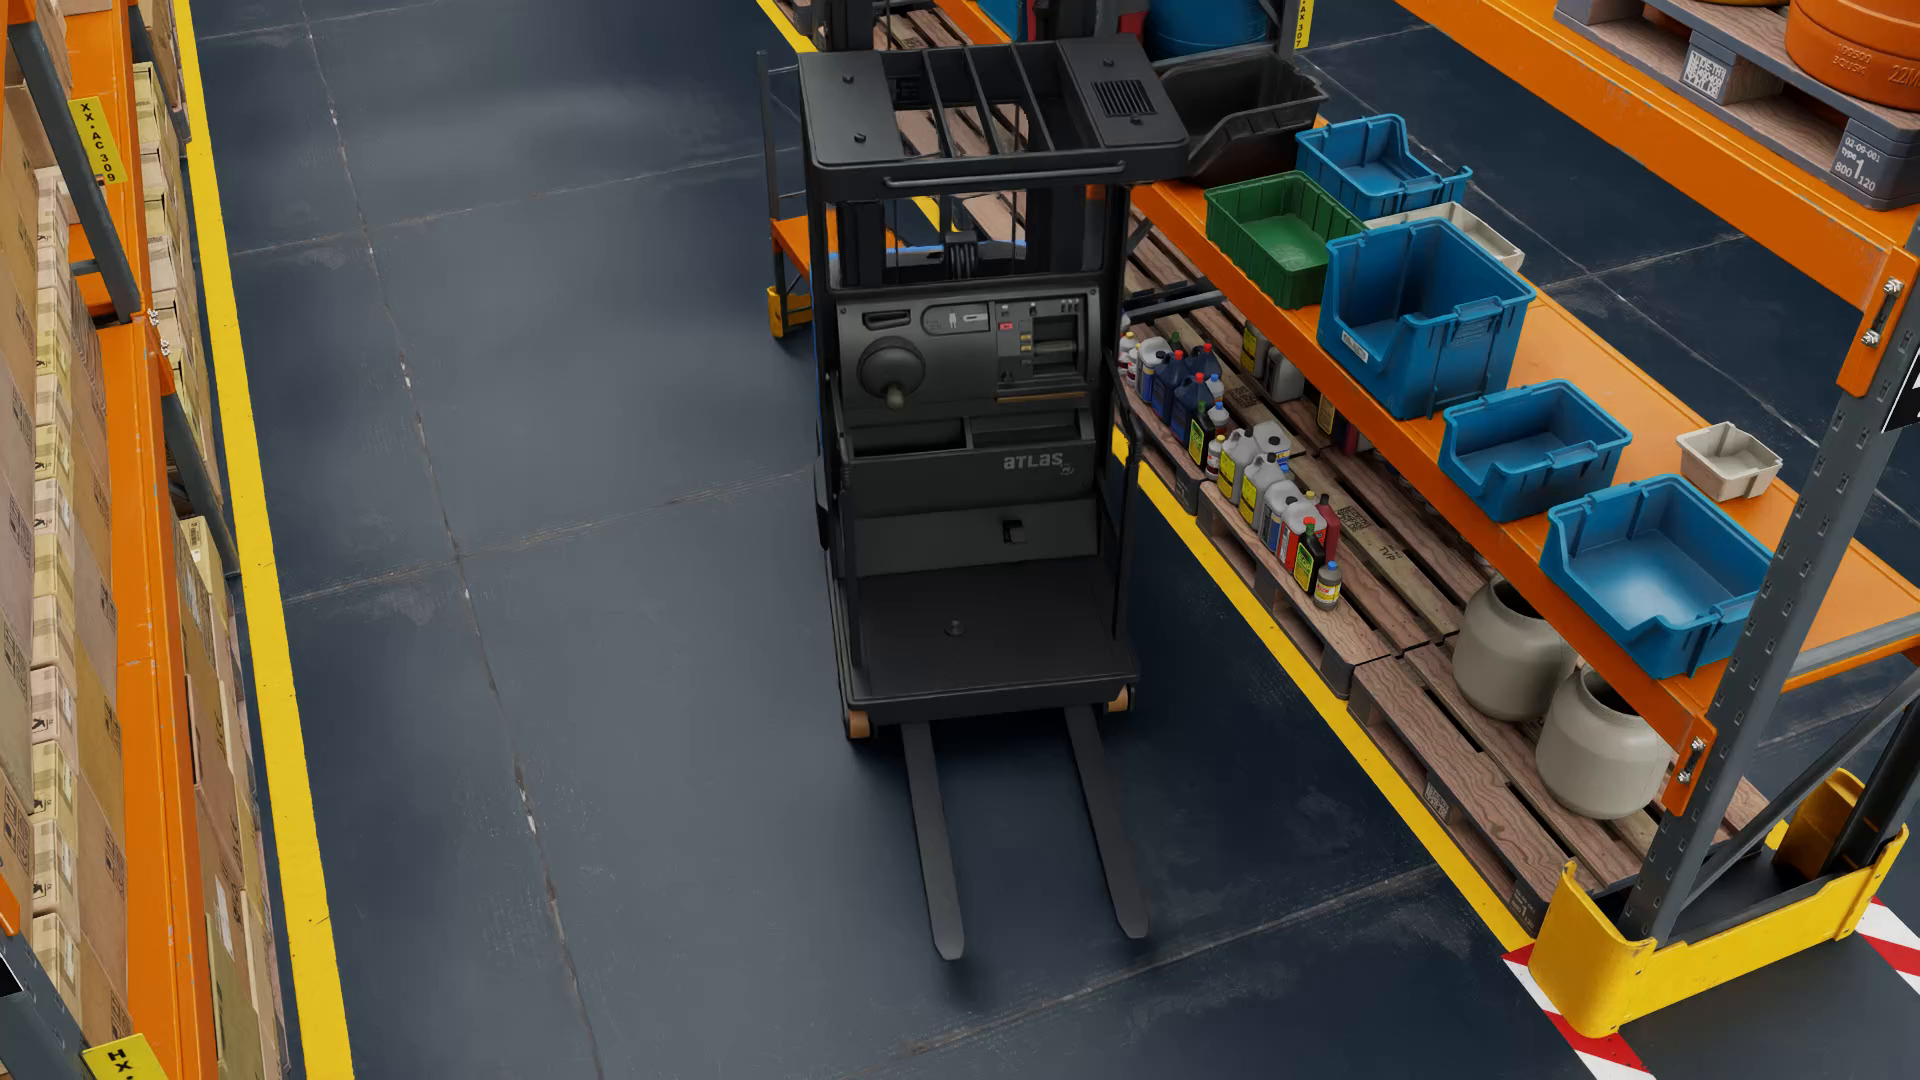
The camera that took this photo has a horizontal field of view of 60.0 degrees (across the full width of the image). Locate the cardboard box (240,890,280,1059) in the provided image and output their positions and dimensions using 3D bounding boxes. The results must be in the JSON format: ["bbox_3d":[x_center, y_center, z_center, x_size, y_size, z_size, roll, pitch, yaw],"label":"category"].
[{"bbox_3d":[-2.401,1.409,5.098,0.500,0.250,0.500,-15,43,-17],"label":"cardboard box"}]

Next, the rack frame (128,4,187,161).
[{"bbox_3d":[-5.076,-3.313,8.802,1.000,3.000,0.127,-15,43,-17],"label":"rack frame"}]

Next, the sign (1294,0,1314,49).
[{"bbox_3d":[1.545,-2.373,7.496,0.100,0.325,0.005,-15,43,-17],"label":"sign"}]

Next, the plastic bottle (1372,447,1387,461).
[{"bbox_3d":[1.871,-0.454,7.286,0.097,0.201,0.097,0,41,0],"label":"plastic bottle"}]

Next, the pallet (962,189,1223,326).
[{"bbox_3d":[0.696,-1.543,8.883,1.003,0.211,1.213,-15,43,-17],"label":"pallet"}]

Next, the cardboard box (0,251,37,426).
[{"bbox_3d":[-2.985,-0.562,4.531,0.700,0.500,0.500,-15,43,-17],"label":"cardboard box"}]

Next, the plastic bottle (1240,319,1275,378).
[{"bbox_3d":[1.412,-0.948,7.746,0.144,0.351,0.185,-15,43,-17],"label":"plastic bottle"}]

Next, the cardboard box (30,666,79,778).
[{"bbox_3d":[-2.259,0.470,3.828,0.380,0.149,0.250,-16,43,-18],"label":"cardboard box"}]

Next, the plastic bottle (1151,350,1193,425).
[{"bbox_3d":[0.958,-0.710,7.469,0.144,0.351,0.185,-14,43,-16],"label":"plastic bottle"}]

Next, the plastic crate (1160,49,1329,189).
[{"bbox_3d":[1.115,-1.767,7.051,0.767,0.338,0.504,-15,43,-17],"label":"plastic crate"}]

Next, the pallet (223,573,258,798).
[{"bbox_3d":[-3.280,0.643,6.340,1.003,0.211,1.213,-15,43,-17],"label":"pallet"}]

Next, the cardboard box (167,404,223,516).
[{"bbox_3d":[-3.471,-0.325,7.114,0.500,0.250,0.500,-16,43,-18],"label":"cardboard box"}]

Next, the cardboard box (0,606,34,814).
[{"bbox_3d":[-2.409,0.344,3.477,0.700,0.500,0.500,-16,43,-18],"label":"cardboard box"}]

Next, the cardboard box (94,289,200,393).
[{"bbox_3d":[-3.660,-0.847,7.291,0.500,0.311,0.500,-16,43,-17],"label":"cardboard box"}]

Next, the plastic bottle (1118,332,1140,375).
[{"bbox_3d":[0.788,-0.880,7.782,0.097,0.201,0.097,0,41,0],"label":"plastic bottle"}]

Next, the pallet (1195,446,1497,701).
[{"bbox_3d":[1.721,0.071,7.005,1.003,0.211,1.213,-15,43,-17],"label":"pallet"}]

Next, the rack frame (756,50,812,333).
[{"bbox_3d":[-0.688,-1.697,8.073,0.500,1.500,0.032,-16,43,-18],"label":"rack frame"}]

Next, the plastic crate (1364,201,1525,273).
[{"bbox_3d":[1.887,-1.122,6.457,0.530,0.136,0.437,-15,43,-17],"label":"plastic crate"}]

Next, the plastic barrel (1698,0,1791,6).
[{"bbox_3d":[2.009,-1.750,4.218,0.600,0.588,0.600,0,41,0],"label":"plastic barrel"}]

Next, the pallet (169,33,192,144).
[{"bbox_3d":[-5.327,-2.715,10.246,1.003,0.211,1.213,-15,43,-17],"label":"pallet"}]

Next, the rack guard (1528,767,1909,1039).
[{"bbox_3d":[2.490,1.186,5.487,1.175,0.500,0.348,-15,43,-17],"label":"rack guard"}]

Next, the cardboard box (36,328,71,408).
[{"bbox_3d":[-2.856,-0.464,4.915,0.380,0.149,0.250,-15,43,-17],"label":"cardboard box"}]

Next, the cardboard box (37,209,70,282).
[{"bbox_3d":[-3.151,-0.928,5.454,0.380,0.149,0.250,-16,43,-18],"label":"cardboard box"}]

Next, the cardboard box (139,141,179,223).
[{"bbox_3d":[-4.253,-1.772,8.367,0.500,0.311,0.500,-15,43,-17],"label":"cardboard box"}]

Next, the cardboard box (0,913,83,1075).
[{"bbox_3d":[-1.966,0.932,3.291,0.380,0.149,0.250,-15,43,-17],"label":"cardboard box"}]

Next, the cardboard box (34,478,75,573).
[{"bbox_3d":[-2.554,0.006,4.368,0.380,0.149,0.250,-15,43,-16],"label":"cardboard box"}]

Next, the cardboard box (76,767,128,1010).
[{"bbox_3d":[-2.387,0.868,3.863,0.700,0.500,0.500,-14,43,-16],"label":"cardboard box"}]

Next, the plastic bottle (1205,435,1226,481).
[{"bbox_3d":[1.116,-0.363,7.180,0.097,0.201,0.097,0,41,0],"label":"plastic bottle"}]

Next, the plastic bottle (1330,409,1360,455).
[{"bbox_3d":[1.702,-0.522,7.302,0.061,0.283,0.133,-15,43,-17],"label":"plastic bottle"}]

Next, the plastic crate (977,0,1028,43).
[{"bbox_3d":[0.323,-2.718,8.122,0.392,0.384,0.575,-15,43,-17],"label":"plastic crate"}]

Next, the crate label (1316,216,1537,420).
[{"bbox_3d":[1.608,-0.782,5.832,0.502,0.435,0.616,-15,43,-17],"label":"crate label"}]

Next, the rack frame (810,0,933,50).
[{"bbox_3d":[-0.498,-4.547,10.237,1.000,3.000,0.127,-15,43,-17],"label":"rack frame"}]

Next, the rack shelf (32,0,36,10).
[{"bbox_3d":[-4.311,-2.973,6.658,1.077,0.370,4.000,-15,43,-17],"label":"rack shelf"}]

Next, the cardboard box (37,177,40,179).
[{"bbox_3d":[-3.775,-1.132,6.381,0.500,0.250,0.500,-13,42,-14],"label":"cardboard box"}]

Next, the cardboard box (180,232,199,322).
[{"bbox_3d":[-4.060,-1.251,8.191,0.500,0.250,0.500,-14,43,-16],"label":"cardboard box"}]

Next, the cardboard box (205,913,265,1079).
[{"bbox_3d":[-2.208,1.426,4.503,0.500,0.500,0.500,-15,43,-17],"label":"cardboard box"}]

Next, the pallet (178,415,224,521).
[{"bbox_3d":[-3.864,-0.280,7.414,1.003,0.211,1.213,-15,43,-17],"label":"pallet"}]

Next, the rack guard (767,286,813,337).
[{"bbox_3d":[-0.688,-1.222,8.480,0.587,0.250,0.087,-16,43,-18],"label":"rack guard"}]

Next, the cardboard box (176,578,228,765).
[{"bbox_3d":[-2.791,0.525,5.551,0.500,0.500,0.500,-15,43,-17],"label":"cardboard box"}]

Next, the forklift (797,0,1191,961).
[{"bbox_3d":[0.067,-0.600,5.700,1.130,2.935,3.031,-5,41,-6],"label":"forklift"}]

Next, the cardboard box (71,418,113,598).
[{"bbox_3d":[-2.974,-0.057,4.938,0.700,0.500,0.500,-14,43,-16],"label":"cardboard box"}]

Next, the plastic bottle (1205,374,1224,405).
[{"bbox_3d":[1.125,-0.622,7.428,0.097,0.271,0.097,0,41,0],"label":"plastic bottle"}]

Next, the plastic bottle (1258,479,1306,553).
[{"bbox_3d":[1.331,-0.101,6.818,0.152,0.276,0.135,-16,43,-18],"label":"plastic bottle"}]

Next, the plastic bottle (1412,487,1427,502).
[{"bbox_3d":[1.987,-0.297,7.049,0.097,0.271,0.097,0,41,0],"label":"plastic bottle"}]

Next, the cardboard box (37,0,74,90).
[{"bbox_3d":[-4.419,-2.344,7.599,0.500,0.500,0.500,-17,44,-19],"label":"cardboard box"}]

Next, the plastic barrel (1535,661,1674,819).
[{"bbox_3d":[2.240,0.679,5.746,0.421,0.512,0.421,0,41,0],"label":"plastic barrel"}]

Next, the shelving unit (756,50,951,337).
[{"bbox_3d":[-0.484,-1.400,7.728,0.587,1.500,1.083,-16,43,-18],"label":"shelving unit"}]

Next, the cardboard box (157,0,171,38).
[{"bbox_3d":[-5.379,-3.495,10.594,0.500,0.500,0.500,-16,43,-17],"label":"cardboard box"}]

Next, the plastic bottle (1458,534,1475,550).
[{"bbox_3d":[2.117,-0.066,6.835,0.097,0.201,0.097,0,41,0],"label":"plastic bottle"}]

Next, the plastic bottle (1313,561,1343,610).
[{"bbox_3d":[1.455,0.170,6.561,0.097,0.201,0.097,0,41,0],"label":"plastic bottle"}]

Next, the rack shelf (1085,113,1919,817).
[{"bbox_3d":[1.797,-0.660,6.268,1.077,0.370,4.000,-15,43,-17],"label":"rack shelf"}]

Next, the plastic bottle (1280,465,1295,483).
[{"bbox_3d":[1.358,-0.228,7.023,0.097,0.201,0.097,0,41,0],"label":"plastic bottle"}]

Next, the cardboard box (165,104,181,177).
[{"bbox_3d":[-4.650,-2.174,9.264,0.500,0.250,0.500,-14,43,-16],"label":"cardboard box"}]

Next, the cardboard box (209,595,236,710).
[{"bbox_3d":[-2.984,0.508,6.145,0.500,0.250,0.500,-15,43,-17],"label":"cardboard box"}]
